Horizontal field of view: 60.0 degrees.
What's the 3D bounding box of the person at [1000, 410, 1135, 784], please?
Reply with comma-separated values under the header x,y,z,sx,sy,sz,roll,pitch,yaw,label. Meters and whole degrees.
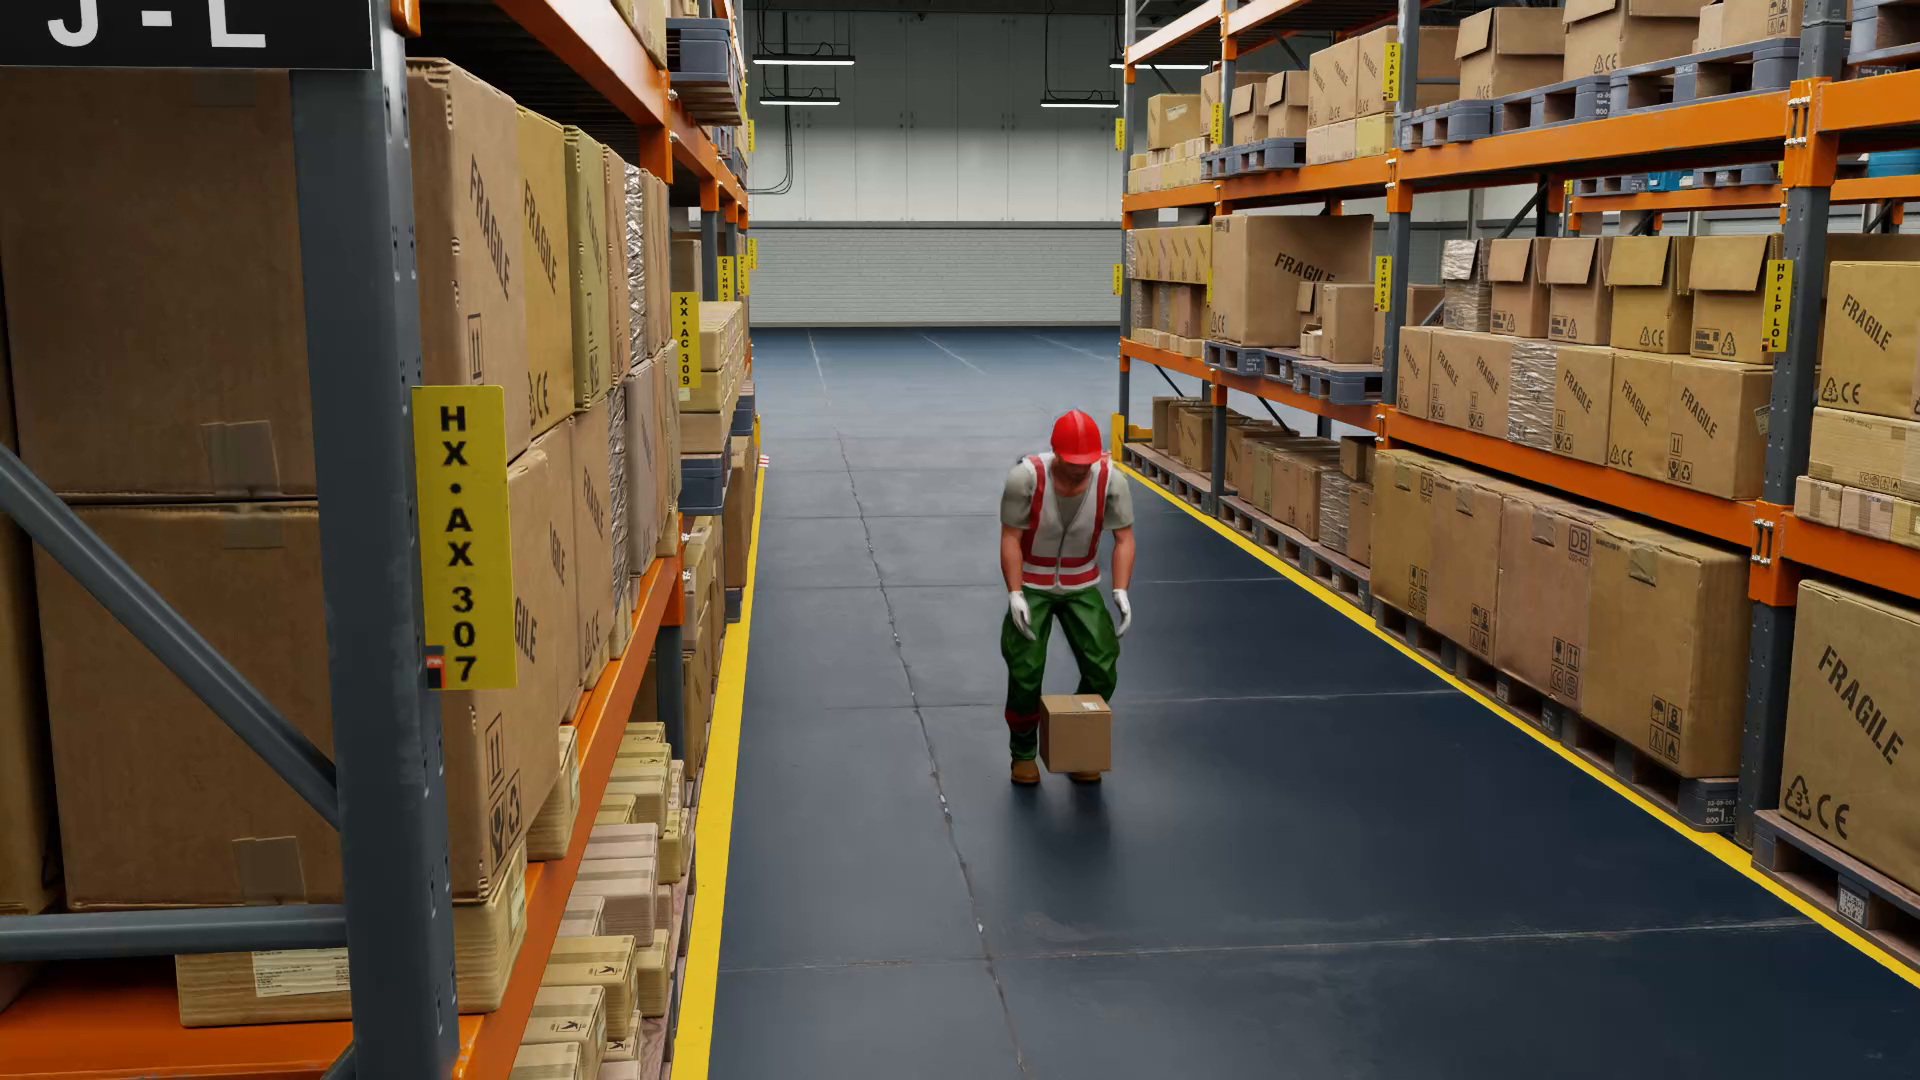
x,y,z,sx,sy,sz,roll,pitch,yaw,label
0.450,0.236,7.019,0.572,1.604,0.625,-1,10,-5,person
